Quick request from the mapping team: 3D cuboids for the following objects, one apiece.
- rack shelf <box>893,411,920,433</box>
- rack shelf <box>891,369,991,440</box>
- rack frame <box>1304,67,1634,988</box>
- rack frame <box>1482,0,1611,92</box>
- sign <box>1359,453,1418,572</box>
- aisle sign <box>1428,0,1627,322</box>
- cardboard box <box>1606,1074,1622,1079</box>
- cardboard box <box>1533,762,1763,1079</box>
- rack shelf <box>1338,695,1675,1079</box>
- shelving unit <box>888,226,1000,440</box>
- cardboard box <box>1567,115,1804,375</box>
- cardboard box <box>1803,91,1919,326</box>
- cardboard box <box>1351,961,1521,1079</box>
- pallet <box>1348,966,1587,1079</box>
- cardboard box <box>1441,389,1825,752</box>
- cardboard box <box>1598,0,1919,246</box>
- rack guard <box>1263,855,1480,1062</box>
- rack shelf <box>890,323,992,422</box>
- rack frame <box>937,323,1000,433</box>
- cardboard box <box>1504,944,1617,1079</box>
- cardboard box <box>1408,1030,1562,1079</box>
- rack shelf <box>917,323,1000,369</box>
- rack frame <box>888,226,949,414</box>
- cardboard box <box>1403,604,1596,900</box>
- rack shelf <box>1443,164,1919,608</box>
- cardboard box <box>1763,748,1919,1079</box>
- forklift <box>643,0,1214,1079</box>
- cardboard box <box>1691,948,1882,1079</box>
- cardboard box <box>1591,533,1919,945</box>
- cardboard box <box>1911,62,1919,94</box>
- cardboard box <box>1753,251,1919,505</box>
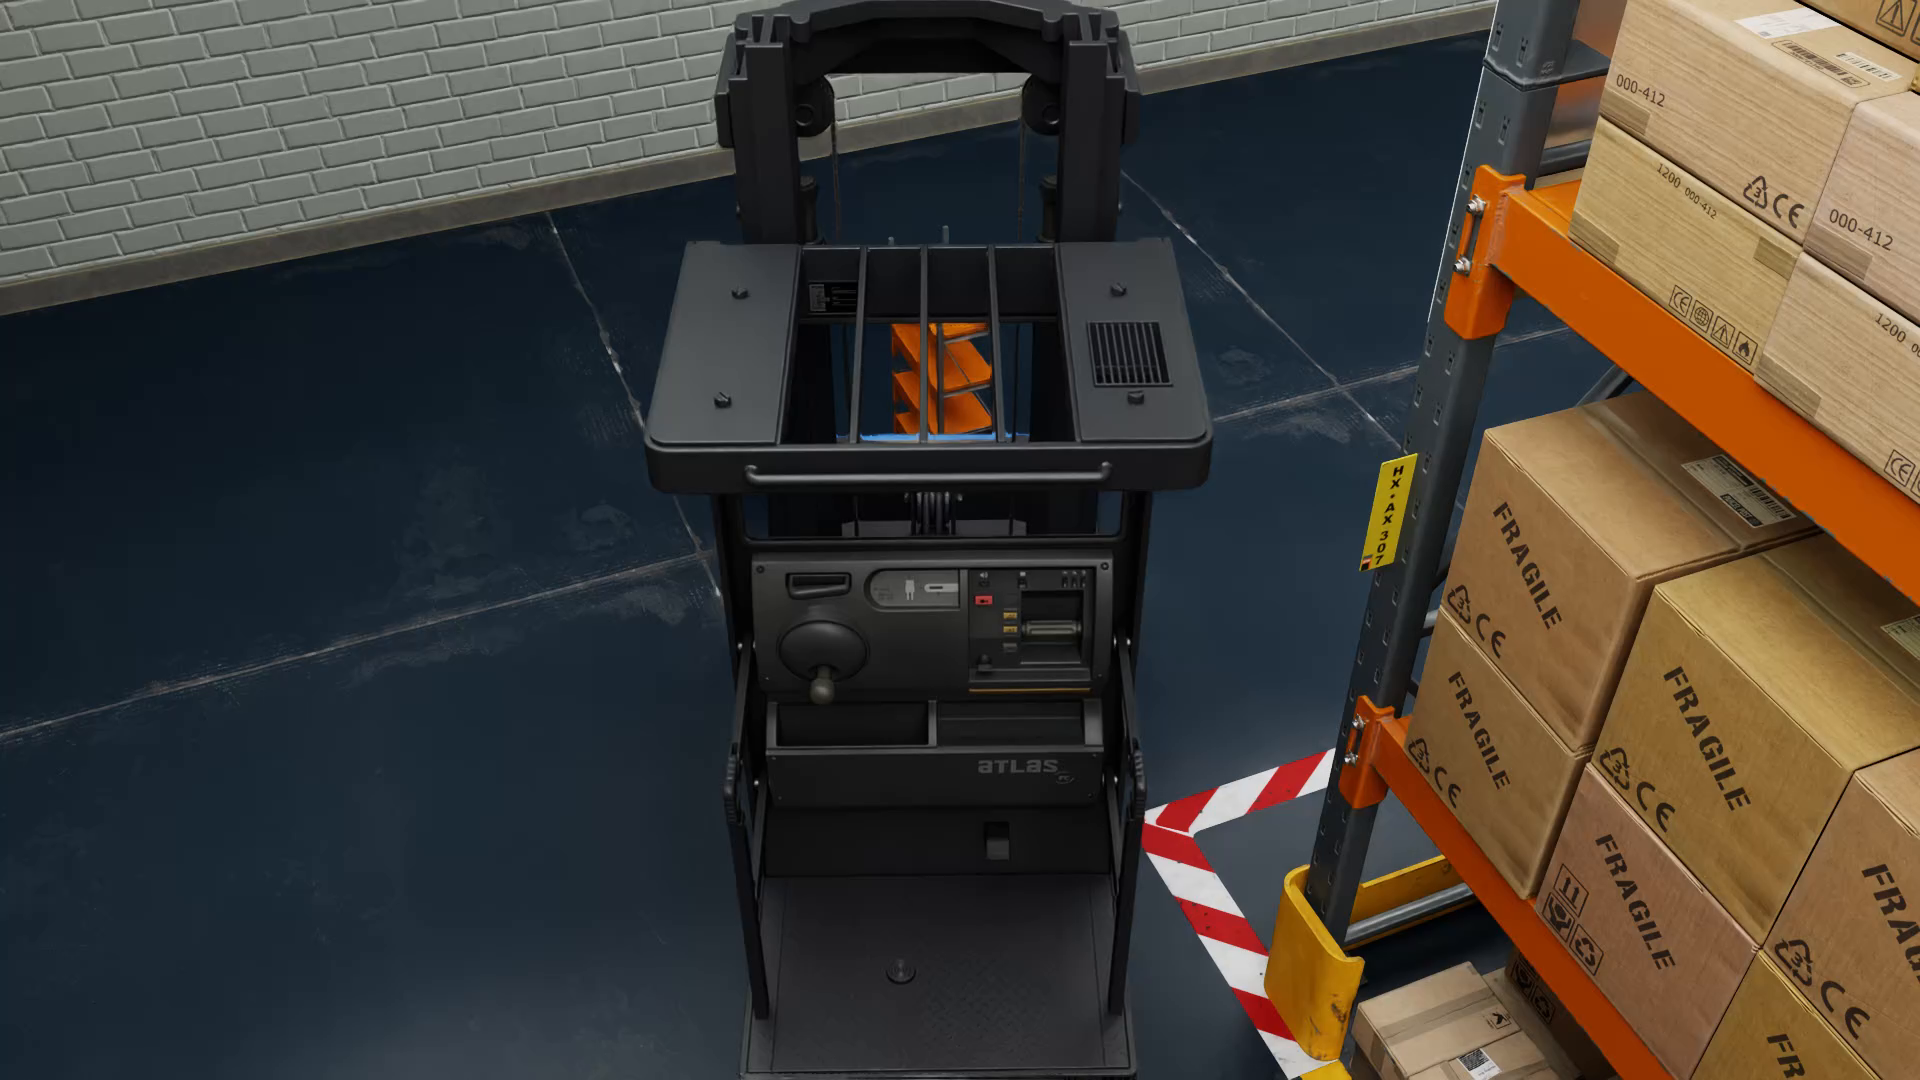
[{"bbox_3d":[-0.063,-0.353,6.648,0.258,0.148,0.480,-15,43,-17],"label":"rack shelf"},{"bbox_3d":[-0.063,-0.504,6.519,0.258,0.148,0.480,-15,43,-17],"label":"rack shelf"},{"bbox_3d":[1.496,0.132,4.296,1.000,3.000,0.127,-15,43,-17],"label":"rack frame"},{"bbox_3d":[1.496,-2.142,2.340,1.000,3.000,0.127,-15,43,-17],"label":"rack frame"},{"bbox_3d":[0.995,-0.061,3.856,0.100,0.325,0.005,-15,43,-17],"label":"sign"},{"bbox_3d":[1.199,-0.821,3.411,0.394,0.787,0.004,-15,43,-17],"label":"aisle sign"},{"bbox_3d":[1.633,1.707,4.235,0.500,0.250,0.500,-15,43,-17],"label":"cardboard box"},{"bbox_3d":[1.625,0.737,3.516,0.500,0.500,0.500,-16,43,-17],"label":"cardboard box"},{"bbox_3d":[2.261,1.610,3.129,1.077,0.370,4.000,-15,43,-17],"label":"rack shelf"},{"bbox_3d":[-0.063,-0.555,6.475,0.258,1.200,0.503,-15,43,-17],"label":"shelving unit"},{"bbox_3d":[1.458,-0.575,2.933,0.500,0.250,0.500,-15,43,-17],"label":"cardboard box"},{"bbox_3d":[1.637,-0.460,2.416,0.500,0.250,0.500,-15,43,-17],"label":"cardboard box"},{"bbox_3d":[1.339,1.384,4.689,0.380,0.149,0.250,-15,43,-17],"label":"cardboard box"},{"bbox_3d":[1.831,1.715,4.594,1.003,0.211,1.213,-15,43,-17],"label":"pallet"},{"bbox_3d":[1.422,0.048,3.550,0.500,0.500,0.500,-14,43,-16],"label":"cardboard box"},{"bbox_3d":[1.452,-0.763,2.768,0.500,0.250,0.500,-15,43,-17],"label":"cardboard box"},{"bbox_3d":[1.525,1.126,5.057,1.175,0.500,0.348,-15,43,-17],"label":"rack guard"},{"bbox_3d":[-0.063,-0.673,6.373,0.258,0.148,0.480,-15,43,-17],"label":"rack shelf"},{"bbox_3d":[0.030,-0.408,6.304,0.240,1.200,0.015,-15,43,-17],"label":"rack frame"},{"bbox_3d":[1.932,1.179,4.658,0.500,0.500,0.500,-15,43,-17],"label":"cardboard box"},{"bbox_3d":[1.434,1.528,4.508,0.380,0.166,0.250,-15,43,-17],"label":"cardboard box"},{"bbox_3d":[-0.063,-0.853,6.219,0.258,0.148,0.480,-15,43,-17],"label":"rack shelf"},{"bbox_3d":[-0.157,-0.702,6.646,0.240,1.200,0.015,-15,43,-17],"label":"rack frame"},{"bbox_3d":[1.422,0.427,3.876,0.500,0.500,0.500,-14,43,-16],"label":"cardboard box"},{"bbox_3d":[2.261,0.472,2.151,1.077,0.370,4.000,-15,43,-17],"label":"rack shelf"},{"bbox_3d":[1.816,0.664,2.834,0.500,0.500,0.500,-15,43,-16],"label":"cardboard box"},{"bbox_3d":[-0.065,0.305,4.148,1.130,2.935,3.031,-1,41,-1],"label":"forklift"},{"bbox_3d":[1.814,1.040,3.163,0.500,0.500,0.500,-15,43,-17],"label":"cardboard box"},{"bbox_3d":[1.629,0.361,3.186,0.500,0.500,0.500,-15,43,-16],"label":"cardboard box"},{"bbox_3d":[1.821,-0.794,2.229,0.700,0.500,0.500,-15,43,-17],"label":"cardboard box"},{"bbox_3d":[1.637,-0.271,2.579,0.500,0.250,0.500,-15,43,-17],"label":"cardboard box"}]
